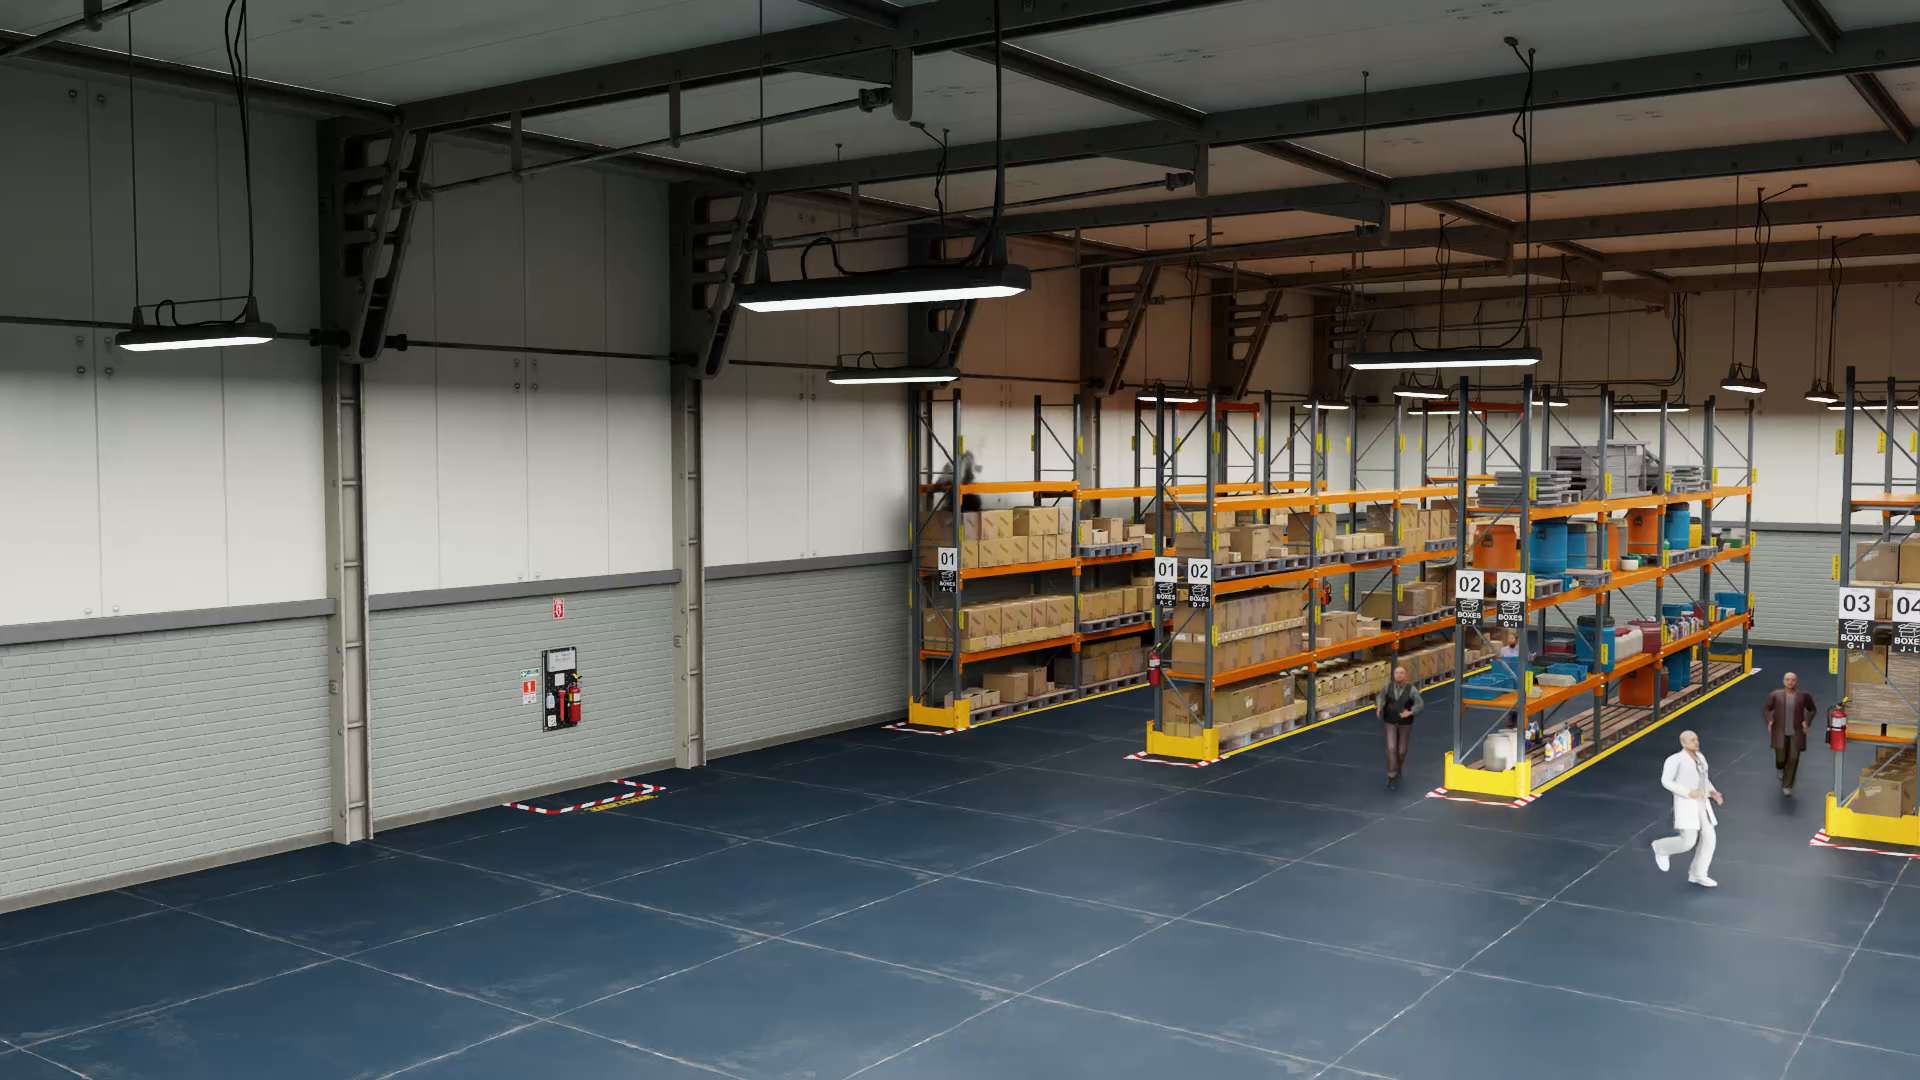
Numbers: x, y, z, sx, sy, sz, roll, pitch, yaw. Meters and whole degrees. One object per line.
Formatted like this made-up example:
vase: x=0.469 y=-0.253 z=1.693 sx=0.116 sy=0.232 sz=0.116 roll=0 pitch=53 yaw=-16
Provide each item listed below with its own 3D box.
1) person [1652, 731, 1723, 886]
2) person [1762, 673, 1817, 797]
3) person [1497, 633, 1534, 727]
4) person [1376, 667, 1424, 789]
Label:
person: x=8.349 y=3.051 z=19.053 sx=0.717 sy=1.724 sz=0.803 roll=-1 pitch=4 yaw=-24
person: x=11.938 y=2.776 z=23.944 sx=0.711 sy=1.741 sz=0.756 roll=1 pitch=4 yaw=25
person: x=9.968 y=2.492 z=29.895 sx=0.615 sy=1.654 sz=0.898 roll=2 pitch=4 yaw=35
person: x=6.490 y=2.751 z=24.582 sx=0.700 sy=1.756 sz=0.843 roll=1 pitch=3 yaw=20
